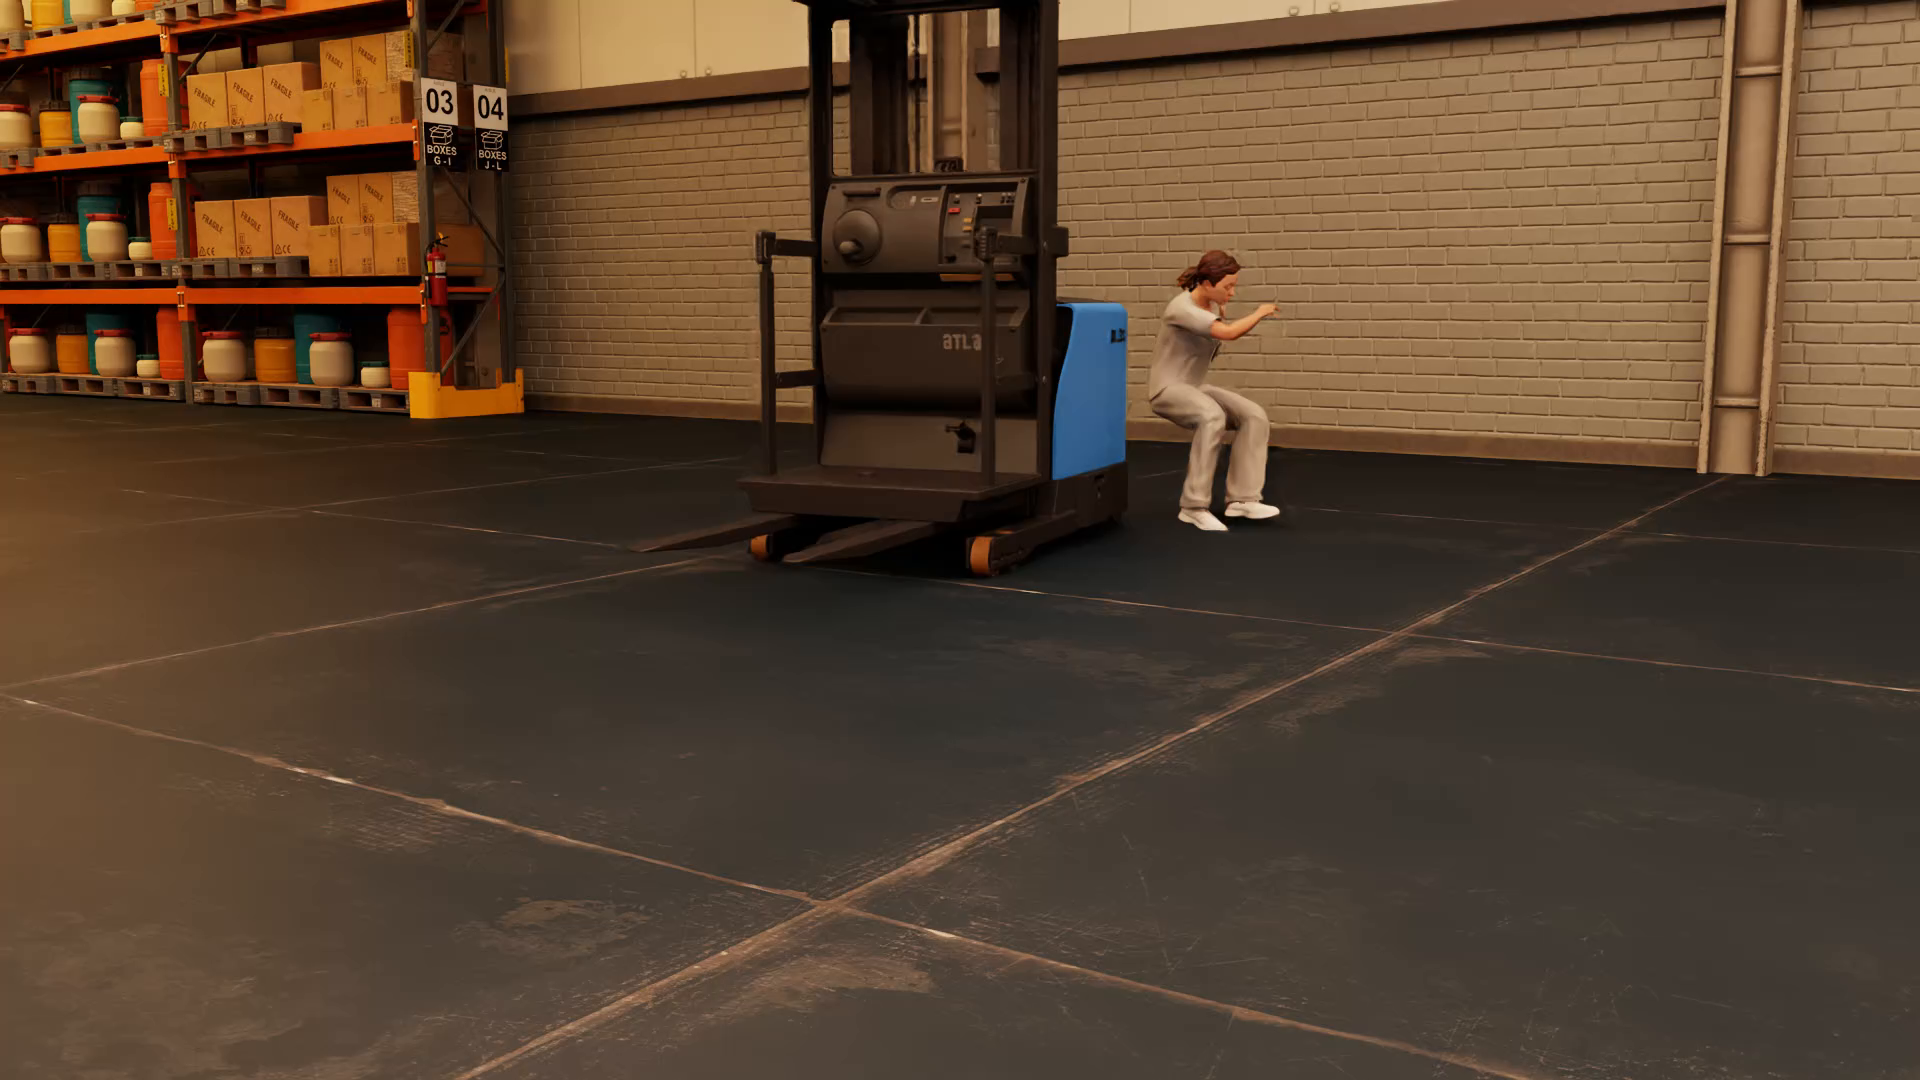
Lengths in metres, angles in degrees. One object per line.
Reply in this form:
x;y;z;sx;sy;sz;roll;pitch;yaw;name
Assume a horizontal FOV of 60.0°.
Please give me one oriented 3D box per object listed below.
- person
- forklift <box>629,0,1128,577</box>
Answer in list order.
1.377;-0.772;8.393;0.827;1.359;1.134;6;10;37;person
-0.237;-1.371;6.837;1.130;2.935;3.031;4;9;23;forklift
